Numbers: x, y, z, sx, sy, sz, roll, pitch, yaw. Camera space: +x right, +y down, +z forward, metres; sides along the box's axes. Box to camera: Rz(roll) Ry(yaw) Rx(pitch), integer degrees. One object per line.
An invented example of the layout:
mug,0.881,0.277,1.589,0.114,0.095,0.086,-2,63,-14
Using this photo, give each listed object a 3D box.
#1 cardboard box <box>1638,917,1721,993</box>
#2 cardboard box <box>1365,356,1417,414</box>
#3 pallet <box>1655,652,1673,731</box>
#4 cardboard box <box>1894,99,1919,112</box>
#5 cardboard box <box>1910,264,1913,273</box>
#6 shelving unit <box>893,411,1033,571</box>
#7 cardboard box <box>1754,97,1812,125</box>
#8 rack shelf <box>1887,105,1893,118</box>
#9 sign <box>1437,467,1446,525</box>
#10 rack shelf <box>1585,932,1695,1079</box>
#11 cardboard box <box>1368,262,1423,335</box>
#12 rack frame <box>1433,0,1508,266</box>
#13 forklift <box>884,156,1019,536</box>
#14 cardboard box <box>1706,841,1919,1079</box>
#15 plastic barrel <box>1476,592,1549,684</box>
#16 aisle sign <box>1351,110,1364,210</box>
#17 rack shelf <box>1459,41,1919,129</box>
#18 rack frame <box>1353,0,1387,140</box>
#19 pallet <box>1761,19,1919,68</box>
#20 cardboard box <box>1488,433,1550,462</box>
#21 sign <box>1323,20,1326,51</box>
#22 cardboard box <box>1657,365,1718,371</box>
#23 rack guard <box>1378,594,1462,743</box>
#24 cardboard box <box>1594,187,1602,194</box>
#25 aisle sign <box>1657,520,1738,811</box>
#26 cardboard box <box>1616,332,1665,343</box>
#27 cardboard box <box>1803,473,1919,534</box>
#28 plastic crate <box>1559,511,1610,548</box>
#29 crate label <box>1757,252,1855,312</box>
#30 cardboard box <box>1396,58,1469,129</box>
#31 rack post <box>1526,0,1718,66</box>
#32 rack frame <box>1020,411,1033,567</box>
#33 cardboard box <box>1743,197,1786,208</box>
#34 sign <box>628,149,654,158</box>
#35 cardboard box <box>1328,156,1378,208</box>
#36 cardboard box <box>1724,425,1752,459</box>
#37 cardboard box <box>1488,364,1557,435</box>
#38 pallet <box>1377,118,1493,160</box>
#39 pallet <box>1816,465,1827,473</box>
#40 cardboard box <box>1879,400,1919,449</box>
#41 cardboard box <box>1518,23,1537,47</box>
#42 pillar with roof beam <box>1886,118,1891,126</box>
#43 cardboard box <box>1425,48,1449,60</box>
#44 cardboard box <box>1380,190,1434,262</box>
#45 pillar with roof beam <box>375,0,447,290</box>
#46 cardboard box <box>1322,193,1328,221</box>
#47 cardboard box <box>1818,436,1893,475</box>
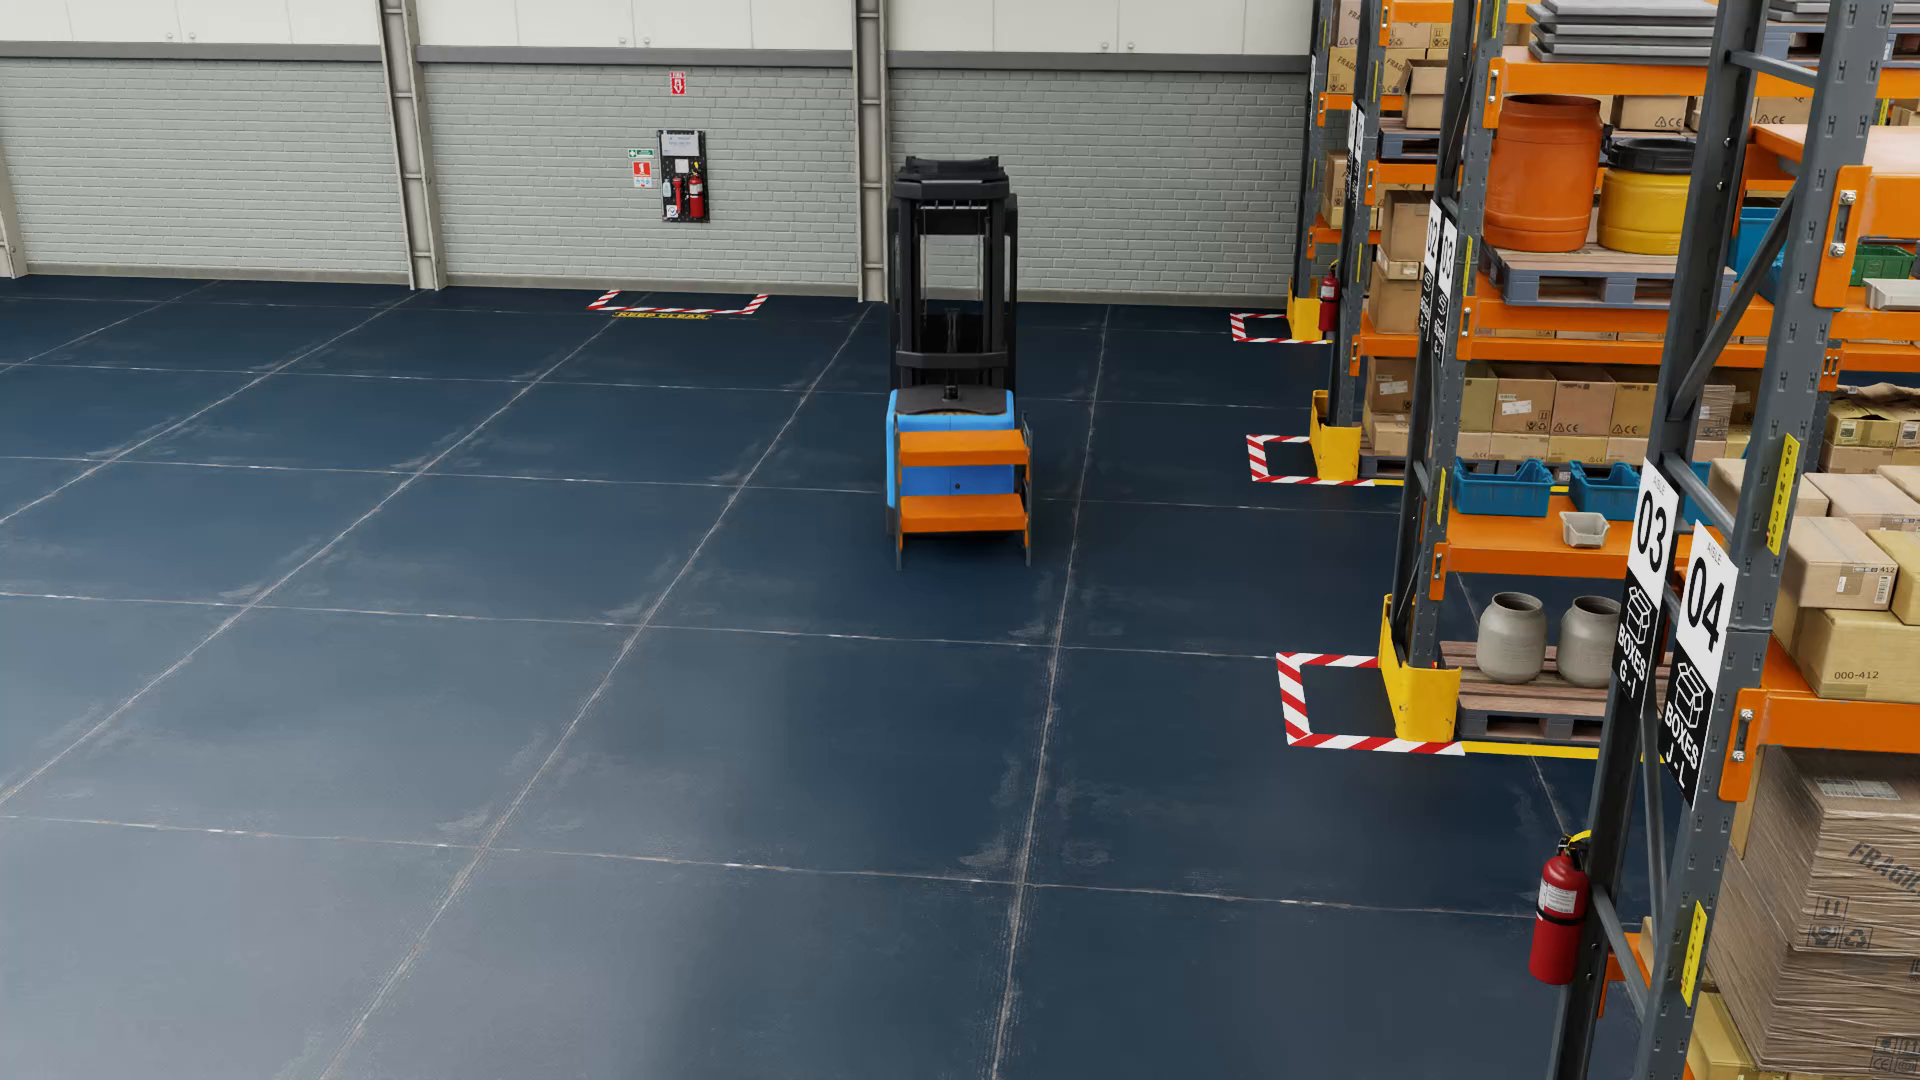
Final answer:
cardboard box,2.628,1.532,5.987,0.250,0.149,0.380,2,22,6
cardboard box,4.058,-1.489,15.436,0.500,0.500,0.500,2,22,6
pallet,4.999,1.043,10.673,1.213,0.211,1.003,2,22,6
cardboard box,8.071,-3.794,13.649,0.500,0.500,0.500,3,22,7
cardboard box,10.735,-3.052,19.021,0.500,0.250,0.500,3,22,7
shelving unit,0.016,-0.387,13.049,1.048,1.125,0.538,-1,22,-3
cardboard box,6.994,-3.786,14.117,0.500,0.500,0.500,4,22,11
rack shelf,10.028,-4.748,18.429,4.000,0.370,1.077,2,22,6
sign,2.835,-0.258,9.797,0.005,0.325,0.100,2,22,6
rack shelf,4.307,1.899,5.695,4.000,0.370,1.077,2,22,6
cardboard box,3.953,-2.160,14.848,0.500,0.500,0.700,3,22,6
rack frame,2.904,-3.120,9.252,0.127,3.000,1.000,2,22,6
forklift,-0.059,-1.883,14.375,1.130,2.935,3.031,0,22,1
cardboard box,2.864,1.327,5.623,0.500,0.500,0.875,2,22,6
plastic barrel,3.567,0.632,10.734,0.421,0.512,0.421,0,22,0
aisle sign,3.389,-3.239,14.176,0.004,0.787,0.394,2,22,6
rack shelf,4.890,-2.513,9.239,4.000,0.370,1.077,2,22,6
rack frame,3.491,-4.929,13.826,0.127,3.000,1.000,2,22,6
pallet,4.839,-2.751,9.119,1.213,0.211,1.003,2,22,6
cardboard box,4.990,-0.909,14.987,0.500,0.250,0.500,2,22,6
sign,4.006,-5.551,18.291,0.005,0.325,0.100,2,22,6
cardboard box,6.542,-1.384,15.169,0.500,0.500,0.500,2,22,6
rack guard,2.985,0.818,10.850,0.348,0.500,1.175,2,22,6
cardboard box,7.040,-3.990,18.768,0.500,0.500,0.500,2,22,6
aisle sign,2.224,0.376,5.033,0.004,0.787,0.394,2,22,6
cardboard box,5.999,-2.073,14.626,0.500,0.500,0.700,3,22,7
cardboard box,2.878,-0.080,5.305,0.250,0.149,0.380,2,22,5
plastic crate,3.755,-0.052,10.009,0.250,0.136,0.298,2,22,6
crate label,4.724,-1.455,9.321,0.408,0.251,0.502,2,22,6
cardboard box,4.061,-3.816,14.189,0.637,0.503,0.797,4,22,10
rack post,3.640,-2.809,9.144,0.954,0.300,0.937,5,22,12
rack frame,0.524,-0.399,13.080,0.032,1.125,0.500,-1,22,-3
cardboard box,7.022,-2.632,14.277,0.500,0.500,0.700,3,22,7
sign,-4.074,-4.935,21.232,0.331,0.109,0.001,2,22,6
cardboard box,4.509,-4.105,19.061,0.500,0.500,0.500,3,22,6
cardboard box,6.977,-0.822,14.769,0.500,0.250,0.500,2,22,6
cardboard box,4.992,-1.262,14.860,0.500,0.500,0.500,2,22,6
pallet,4.190,-3.452,14.293,1.213,0.211,1.003,2,22,6
pallet,8.199,-0.651,14.960,1.213,0.211,1.003,2,22,6
cardboard box,8.340,-1.011,14.482,0.500,0.311,0.500,2,22,6
cardboard box,6.447,-5.651,18.212,0.500,0.500,0.500,2,22,4
pillar with roof beam,10.319,-5.191,14.491,0.400,9.000,9.100,2,22,6
cardboard box,5.418,-5.235,18.519,0.500,0.500,0.500,4,22,9
cardboard box,4.005,-2.761,14.604,0.500,0.500,0.700,3,22,6
pillar with roof beam,-7.556,-5.970,16.461,0.400,9.000,9.100,2,22,6
cardboard box,4.557,-3.938,19.656,0.500,0.250,0.500,3,22,7
cardboard box,7.834,-0.774,14.647,0.500,0.250,0.500,2,22,5
